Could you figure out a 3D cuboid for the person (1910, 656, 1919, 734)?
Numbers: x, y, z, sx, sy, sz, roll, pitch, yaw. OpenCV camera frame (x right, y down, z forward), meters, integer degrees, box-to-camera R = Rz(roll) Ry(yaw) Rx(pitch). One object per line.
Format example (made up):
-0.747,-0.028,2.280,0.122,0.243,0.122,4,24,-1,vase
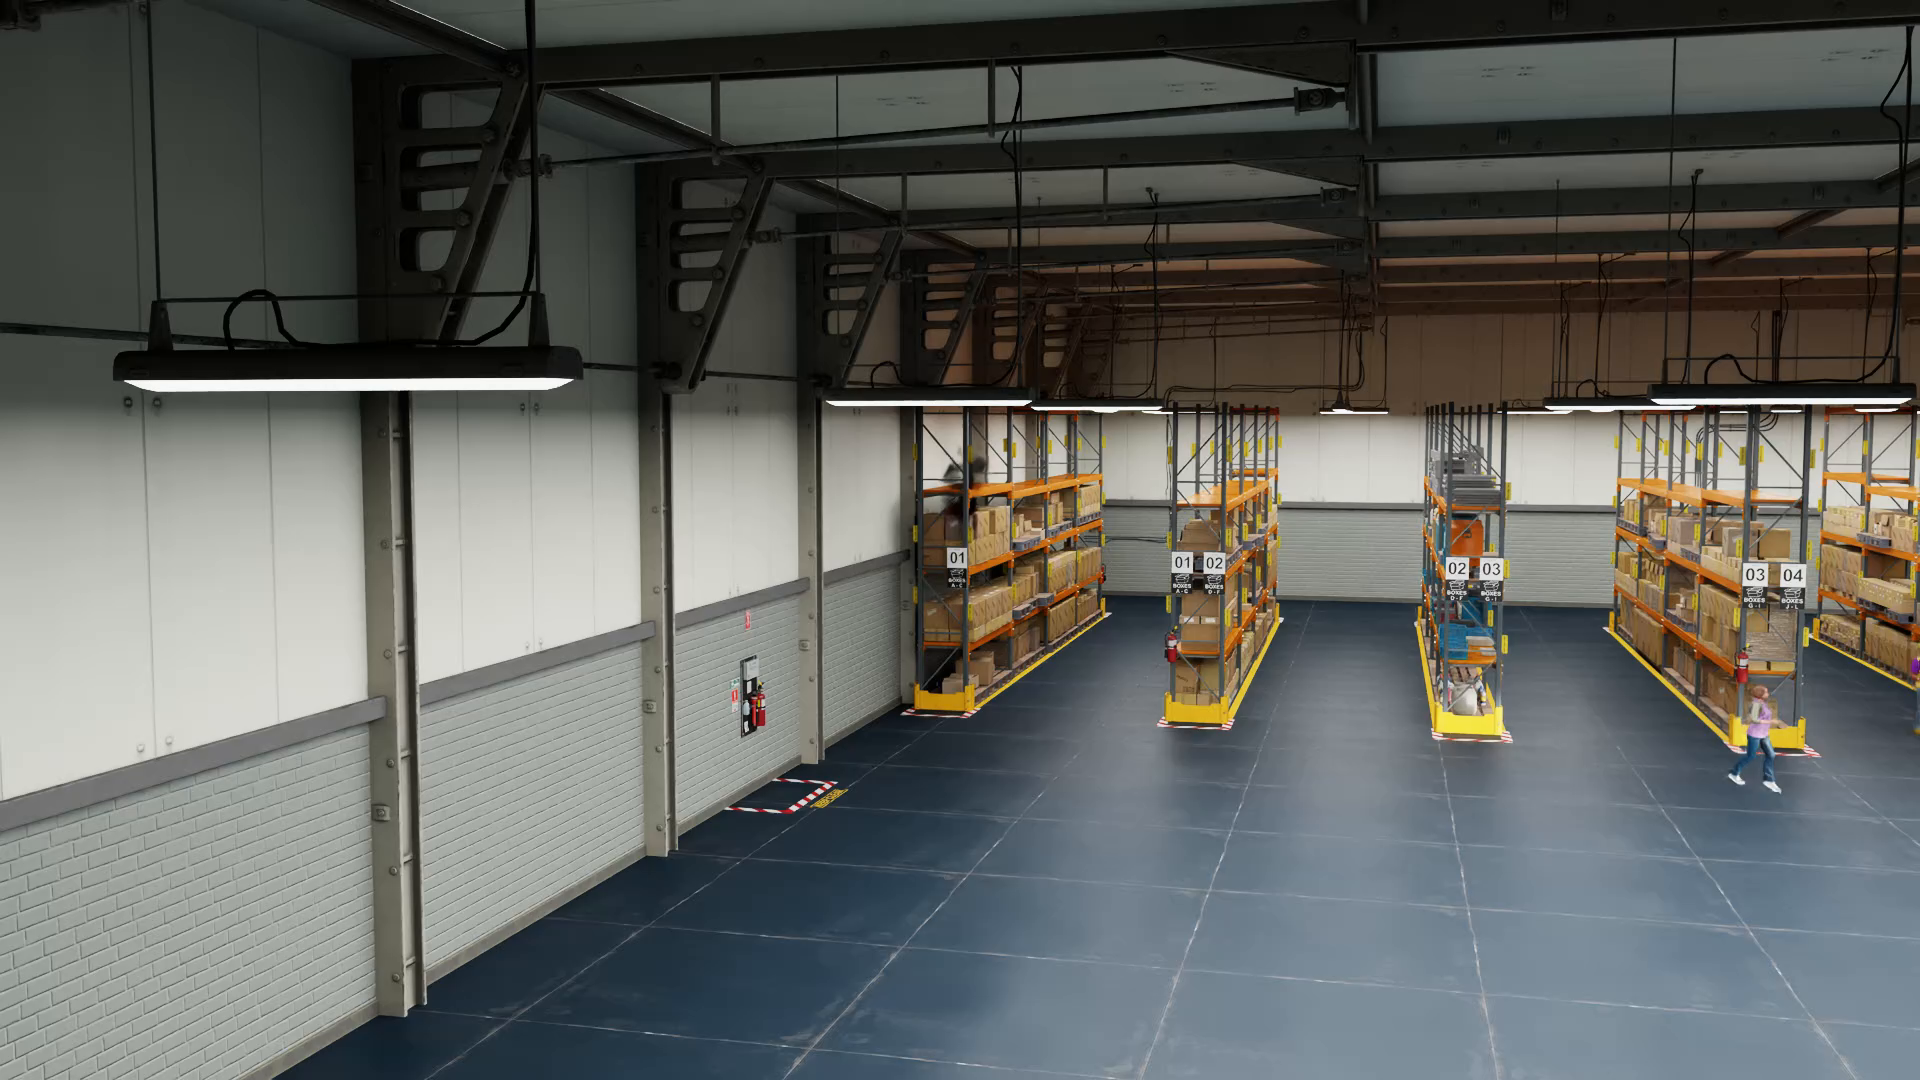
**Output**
17.376,2.656,29.748,0.726,1.714,0.733,1,4,7,person

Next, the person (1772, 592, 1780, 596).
20.853,1.744,42.761,0.712,1.670,0.517,3,5,36,person

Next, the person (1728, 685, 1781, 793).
12.202,3.027,25.517,0.528,1.631,0.751,-4,6,-43,person
